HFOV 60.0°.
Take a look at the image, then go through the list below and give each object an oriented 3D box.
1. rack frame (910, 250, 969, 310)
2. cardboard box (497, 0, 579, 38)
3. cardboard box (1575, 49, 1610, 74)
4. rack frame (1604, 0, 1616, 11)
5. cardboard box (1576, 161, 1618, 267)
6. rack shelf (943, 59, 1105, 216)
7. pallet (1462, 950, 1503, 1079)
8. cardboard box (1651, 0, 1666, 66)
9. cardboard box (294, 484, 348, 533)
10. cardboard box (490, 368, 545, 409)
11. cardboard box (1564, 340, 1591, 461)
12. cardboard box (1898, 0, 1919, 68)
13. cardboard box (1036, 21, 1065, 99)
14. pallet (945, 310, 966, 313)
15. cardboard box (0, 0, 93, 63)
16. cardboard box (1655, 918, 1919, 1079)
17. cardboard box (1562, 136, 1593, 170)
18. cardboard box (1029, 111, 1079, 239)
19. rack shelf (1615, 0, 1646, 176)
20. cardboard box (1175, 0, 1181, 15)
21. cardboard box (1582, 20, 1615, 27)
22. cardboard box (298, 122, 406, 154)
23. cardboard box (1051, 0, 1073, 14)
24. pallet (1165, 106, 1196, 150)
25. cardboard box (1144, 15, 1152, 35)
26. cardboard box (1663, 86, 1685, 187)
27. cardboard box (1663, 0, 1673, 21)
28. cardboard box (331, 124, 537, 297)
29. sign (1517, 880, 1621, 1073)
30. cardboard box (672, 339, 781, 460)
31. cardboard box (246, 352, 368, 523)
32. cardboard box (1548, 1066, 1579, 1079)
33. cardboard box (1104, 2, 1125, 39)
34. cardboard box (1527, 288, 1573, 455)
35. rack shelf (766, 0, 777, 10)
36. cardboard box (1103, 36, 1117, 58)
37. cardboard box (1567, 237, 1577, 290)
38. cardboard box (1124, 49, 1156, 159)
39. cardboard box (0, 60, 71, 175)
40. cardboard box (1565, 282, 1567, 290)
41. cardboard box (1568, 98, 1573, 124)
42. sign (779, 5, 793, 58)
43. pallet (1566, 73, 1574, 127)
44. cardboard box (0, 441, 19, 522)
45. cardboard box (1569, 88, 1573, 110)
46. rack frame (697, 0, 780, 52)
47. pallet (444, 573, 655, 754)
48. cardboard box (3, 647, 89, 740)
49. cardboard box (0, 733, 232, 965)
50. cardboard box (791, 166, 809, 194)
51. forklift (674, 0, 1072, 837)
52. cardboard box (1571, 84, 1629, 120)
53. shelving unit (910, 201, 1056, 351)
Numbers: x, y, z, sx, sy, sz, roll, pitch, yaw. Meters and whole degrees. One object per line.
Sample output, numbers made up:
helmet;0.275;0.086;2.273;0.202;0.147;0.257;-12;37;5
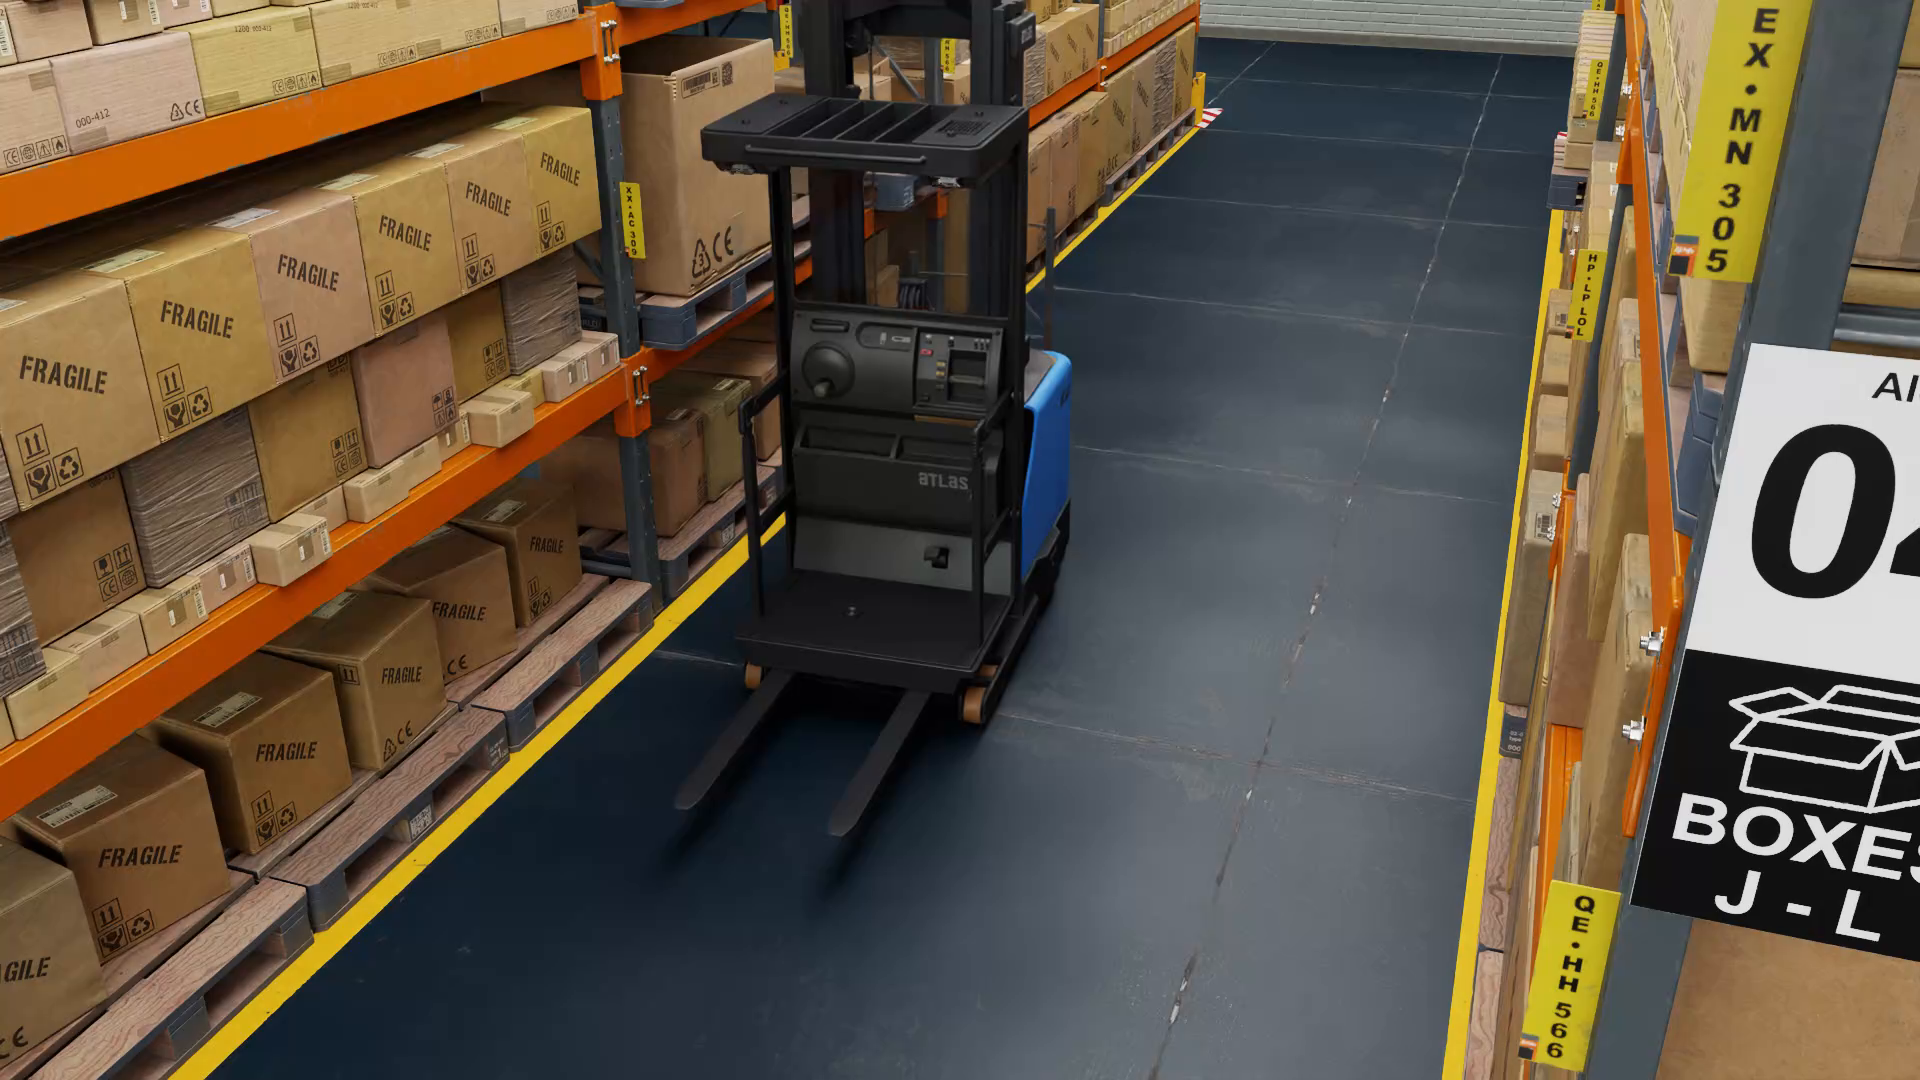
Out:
rack frame;-0.002;-0.735;8.547;0.500;1.500;0.032;7;27;14
cardboard box;-1.831;-2.117;6.410;0.500;0.250;0.500;10;28;19
cardboard box;4.212;-3.085;10.803;0.380;0.149;0.250;10;28;20
rack frame;5.380;-3.586;12.714;1.000;3.000;0.127;9;27;17
cardboard box;3.479;-1.633;8.565;0.500;0.500;0.500;8;27;17
rack shelf;0.071;-3.201;12.745;1.077;0.370;4.000;9;27;17
pallet;1.987;1.761;4.871;1.003;0.211;1.213;9;27;17
cardboard box;1.940;-1.251;4.141;0.380;0.149;0.250;8;27;17
cardboard box;-2.388;-0.109;5.822;0.380;0.149;0.250;9;27;17
cardboard box;-1.952;-0.620;6.876;0.380;0.149;0.250;9;27;17
cardboard box;2.640;-0.597;6.425;0.500;0.500;0.500;9;27;17
cardboard box;1.179;-0.672;2.031;0.380;0.149;0.250;9;27;18
cardboard box;0.500;-3.742;12.922;0.500;0.500;0.500;8;27;17
pallet;-0.261;-1.761;12.145;1.003;0.211;1.213;9;27;17
cardboard box;-2.559;-1.372;4.414;0.380;0.149;0.250;9;27;17
cardboard box;1.547;0.645;2.565;0.875;0.550;0.550;9;27;17
cardboard box;3.780;-2.288;9.839;0.380;0.149;0.250;9;27;18
cardboard box;0.246;-2.946;13.349;1.225;0.875;0.875;8;27;16
rack shelf;3.384;-2.147;7.125;1.077;0.370;4.000;9;27;17
cardboard box;2.006;-5.370;16.688;0.380;0.149;0.250;9;27;18
cardboard box;4.641;-3.614;11.896;0.380;0.149;0.250;9;27;18
cardboard box;-2.480;-1.334;6.460;0.500;0.500;0.500;9;27;17
cardboard box;0.532;-4.580;13.501;0.797;0.503;0.637;8;27;16
pallet;1.875;-4.396;17.586;1.003;0.211;1.213;9;27;17
cardboard box;1.580;-4.840;15.592;0.380;0.149;0.250;9;27;18
cardboard box;1.517;-0.730;3.065;0.380;0.149;0.250;8;27;17
cardboard box;1.957;-1.374;3.937;0.500;0.250;0.500;8;27;17
cardboard box;-1.981;-1.258;6.302;0.500;0.500;0.500;9;27;17
sign;0.880;0.633;2.400;0.100;0.325;0.005;9;27;17
cardboard box;-1.339;-0.805;9.333;0.700;0.500;0.500;6;27;13
cardboard box;-2.610;-0.442;5.765;0.875;0.500;0.500;9;27;17
cardboard box;1.468;1.119;2.825;0.875;0.550;0.550;9;27;17
cardboard box;1.140;-4.568;14.574;0.500;0.250;0.500;8;27;16
cardboard box;3.762;-0.881;9.228;1.050;0.750;0.750;8;27;17
rack shelf;-3.269;-5.563;17.623;1.077;0.370;4.000;9;27;17
cardboard box;1.149;-4.307;14.492;0.380;0.149;0.250;9;27;18
cardboard box;4.030;-1.663;10.268;0.500;0.250;0.500;8;27;16
cardboard box;1.331;-4.209;15.957;0.875;0.875;0.875;9;27;17
cardboard box;-2.687;-1.071;4.251;0.500;0.250;0.500;8;27;16
cardboard box;4.022;-1.315;10.409;0.500;0.500;0.500;9;27;17
cardboard box;3.957;-2.640;10.225;0.380;0.149;0.250;9;27;19
sign;-1.119;-3.303;10.802;0.100;0.325;0.005;9;27;17
pallet;4.989;-3.207;12.151;1.003;0.211;1.213;9;27;17
cardboard box;-2.817;-0.231;4.181;0.500;0.500;0.500;9;27;17
cardboard box;4.299;-2.926;11.158;0.380;0.149;0.250;7;27;15
rack frame;-2.603;-6.709;19.164;1.000;3.000;0.127;9;27;17
pallet;-2.116;0.477;7.523;1.003;0.211;1.213;9;27;17
cardboard box;-2.738;0.415;4.740;0.380;0.149;0.250;9;27;17
cardboard box;-2.866;1.016;5.596;0.500;0.500;0.500;17;30;31
cardboard box;-0.895;-2.107;9.332;0.396;0.266;0.258;8;27;16
forklift;-0.331;-0.720;6.873;1.130;2.935;3.031;7;27;14
cardboard box;3.780;-2.554;9.706;0.380;0.149;0.250;8;27;15
shelving unit;0.139;-0.952;8.995;0.587;1.500;1.083;7;27;14
